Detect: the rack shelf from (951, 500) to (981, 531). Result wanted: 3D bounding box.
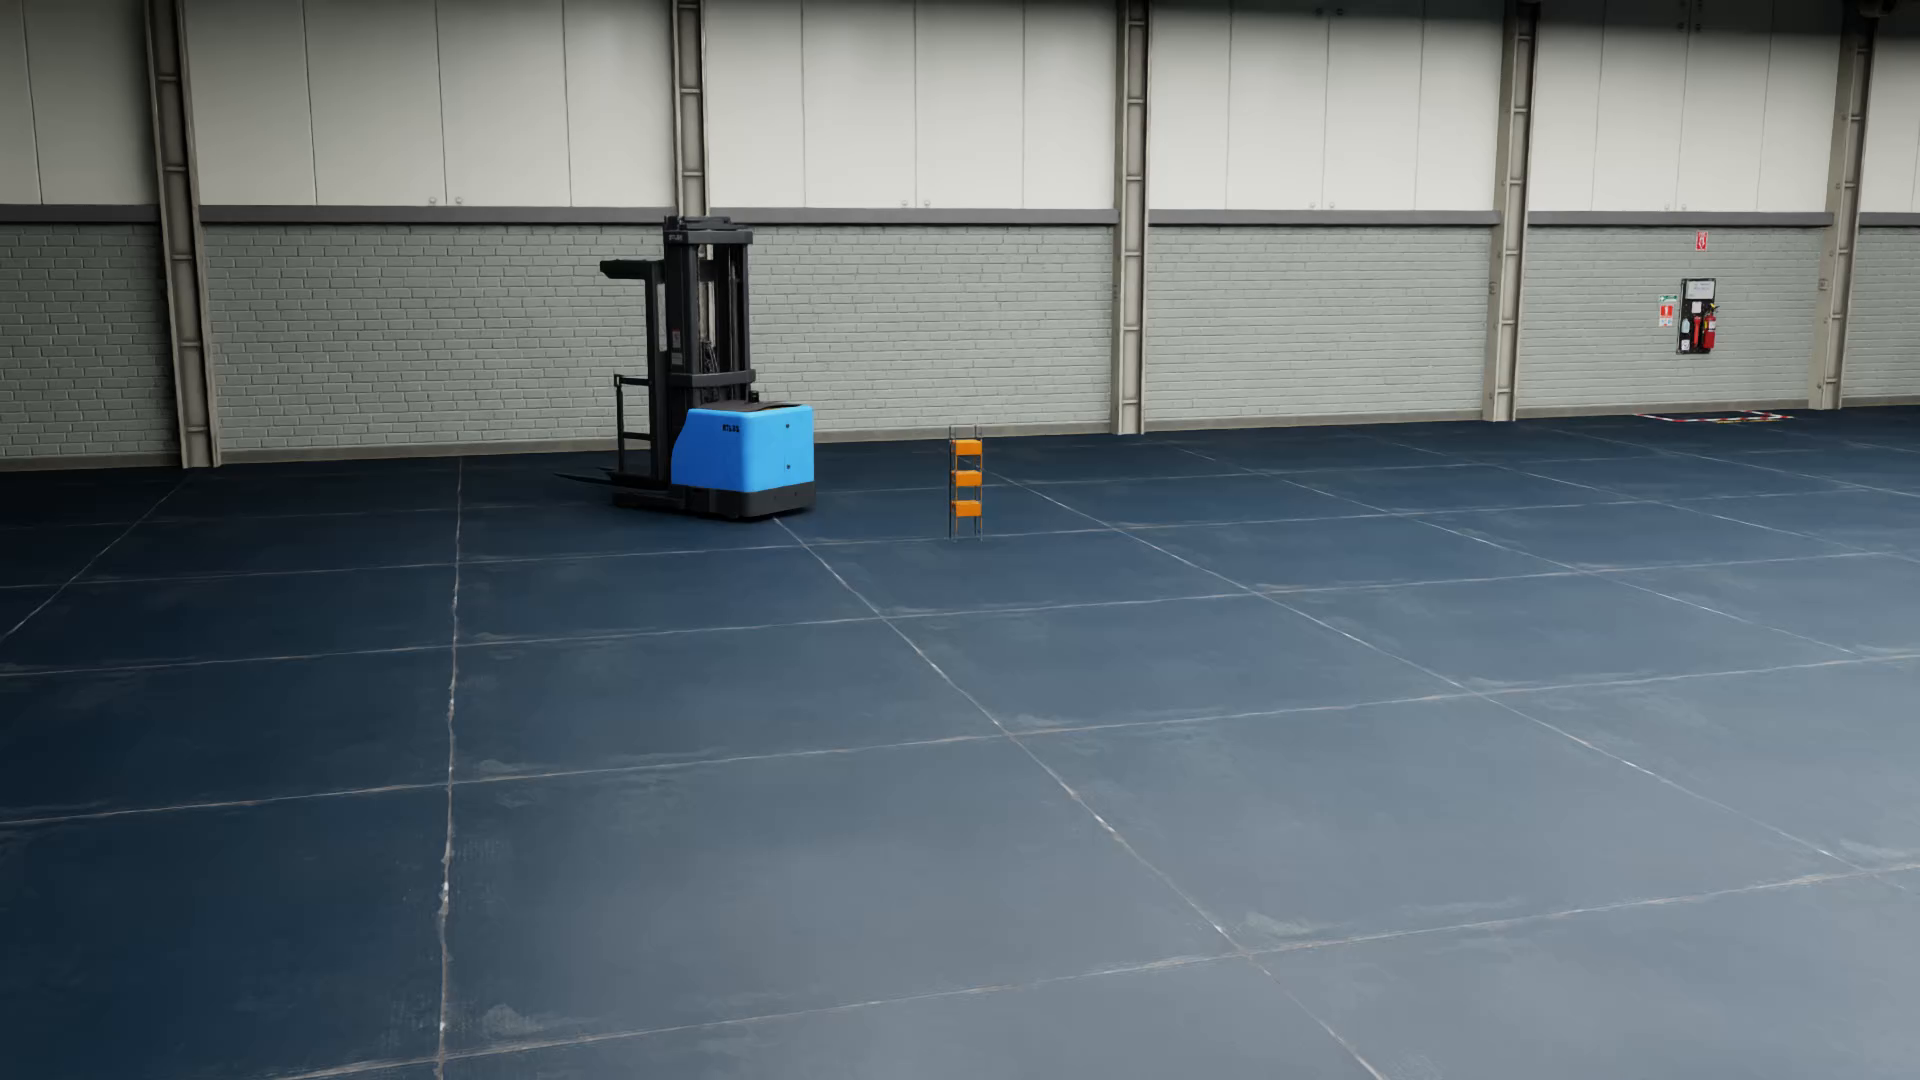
[{"bbox_3d":[0.051,-0.235,15.222,0.240,0.259,0.215,-3,11,-16],"label":"rack shelf"}]

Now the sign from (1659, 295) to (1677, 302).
[{"bbox_3d":[10.939,-3.734,25.684,0.331,0.109,0.001,-3,11,-16],"label":"sign"}]

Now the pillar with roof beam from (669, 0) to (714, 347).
[{"bbox_3d":[-2.205,-4.876,16.884,0.400,9.000,9.100,-3,11,-16],"label":"pillar with roof beam"}]

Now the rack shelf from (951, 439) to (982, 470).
[{"bbox_3d":[0.051,-0.788,15.120,0.240,0.259,0.215,-3,11,-16],"label":"rack shelf"}]

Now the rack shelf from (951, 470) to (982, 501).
[{"bbox_3d":[0.051,-0.509,15.172,0.240,0.259,0.215,-3,11,-16],"label":"rack shelf"}]

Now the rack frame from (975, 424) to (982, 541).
[{"bbox_3d":[0.169,-0.525,15.203,0.008,1.050,0.200,-3,11,-16],"label":"rack frame"}]

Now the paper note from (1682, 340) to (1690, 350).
[{"bbox_3d":[11.302,-3.037,25.894,0.142,0.148,0.016,-3,11,-16],"label":"paper note"}]

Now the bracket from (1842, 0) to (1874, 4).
[{"bbox_3d":[13.576,-8.223,25.122,0.430,0.232,0.235,-3,11,-16],"label":"bracket"}]

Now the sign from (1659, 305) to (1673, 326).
[{"bbox_3d":[10.932,-3.474,25.739,0.234,0.329,0.001,-3,11,-16],"label":"sign"}]

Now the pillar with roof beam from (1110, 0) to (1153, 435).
[{"bbox_3d":[3.556,-5.180,18.534,0.400,9.000,9.100,-3,11,-16],"label":"pillar with roof beam"}]

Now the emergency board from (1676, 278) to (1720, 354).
[{"bbox_3d":[11.491,-3.467,25.797,0.643,1.169,0.194,-3,11,-16],"label":"emergency board"}]

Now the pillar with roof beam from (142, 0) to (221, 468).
[{"bbox_3d":[-7.965,-4.573,15.235,0.400,9.000,9.100,-3,11,-16],"label":"pillar with roof beam"}]

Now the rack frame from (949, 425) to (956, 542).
[{"bbox_3d":[-0.066,-0.513,15.136,0.008,1.050,0.200,-3,11,-16],"label":"rack frame"}]

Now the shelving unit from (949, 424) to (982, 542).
[{"bbox_3d":[0.051,-0.519,15.170,0.252,1.050,0.215,-3,11,-16],"label":"shelving unit"}]

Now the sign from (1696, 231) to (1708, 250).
[{"bbox_3d":[11.456,-4.624,25.679,0.199,0.298,0.001,-3,11,-16],"label":"sign"}]

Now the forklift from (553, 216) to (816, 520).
[{"bbox_3d":[-2.953,-1.824,17.062,3.031,2.935,1.130,7,13,35],"label":"forklift"}]

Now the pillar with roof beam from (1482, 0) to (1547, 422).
[{"bbox_3d":[9.317,-5.484,20.183,0.548,9.000,9.100,-3,11,-16],"label":"pillar with roof beam"}]

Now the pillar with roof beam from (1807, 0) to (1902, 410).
[{"bbox_3d":[15.078,-5.787,21.832,0.548,9.000,9.100,-3,11,-16],"label":"pillar with roof beam"}]
